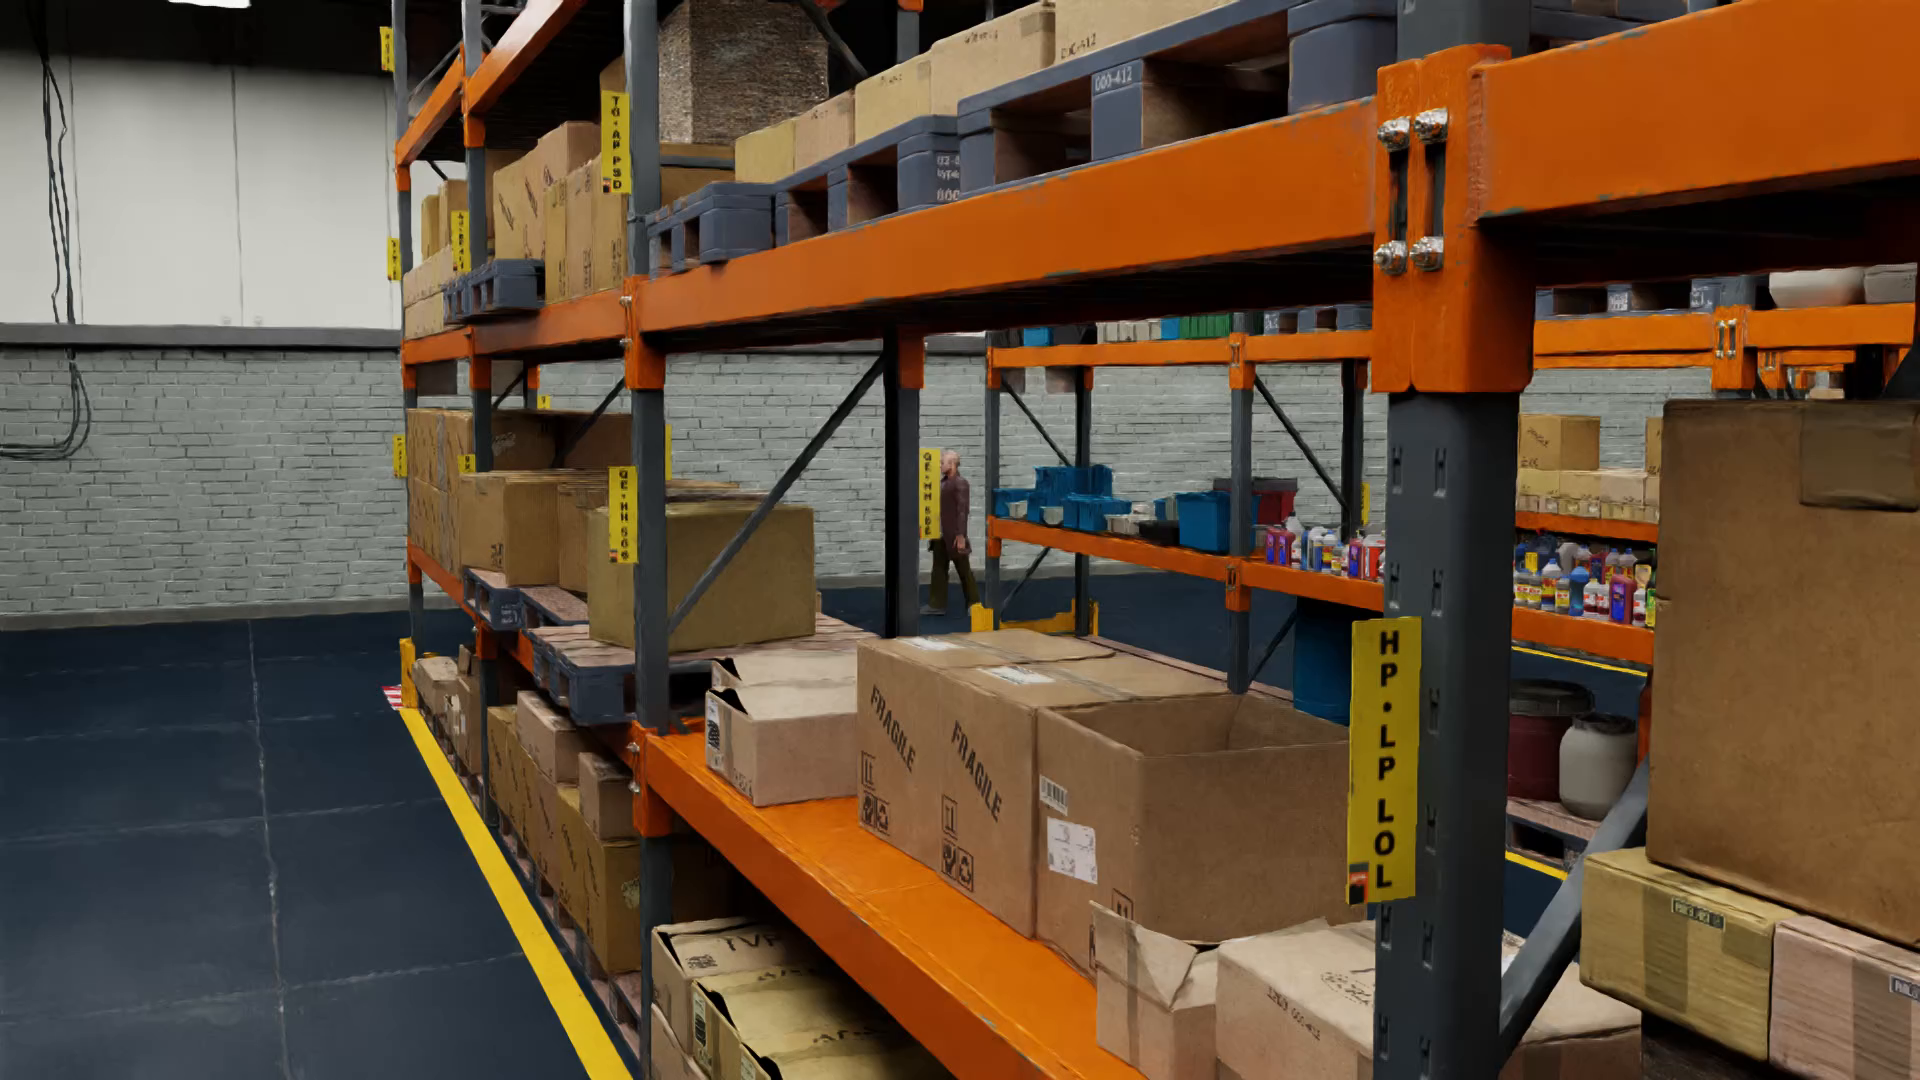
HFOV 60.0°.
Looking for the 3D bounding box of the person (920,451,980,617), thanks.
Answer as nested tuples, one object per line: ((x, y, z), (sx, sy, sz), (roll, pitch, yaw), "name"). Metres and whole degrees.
((-0.144, -0.067, 17.820), (0.682, 1.775, 0.779), (-3, 6, -29), "person")
